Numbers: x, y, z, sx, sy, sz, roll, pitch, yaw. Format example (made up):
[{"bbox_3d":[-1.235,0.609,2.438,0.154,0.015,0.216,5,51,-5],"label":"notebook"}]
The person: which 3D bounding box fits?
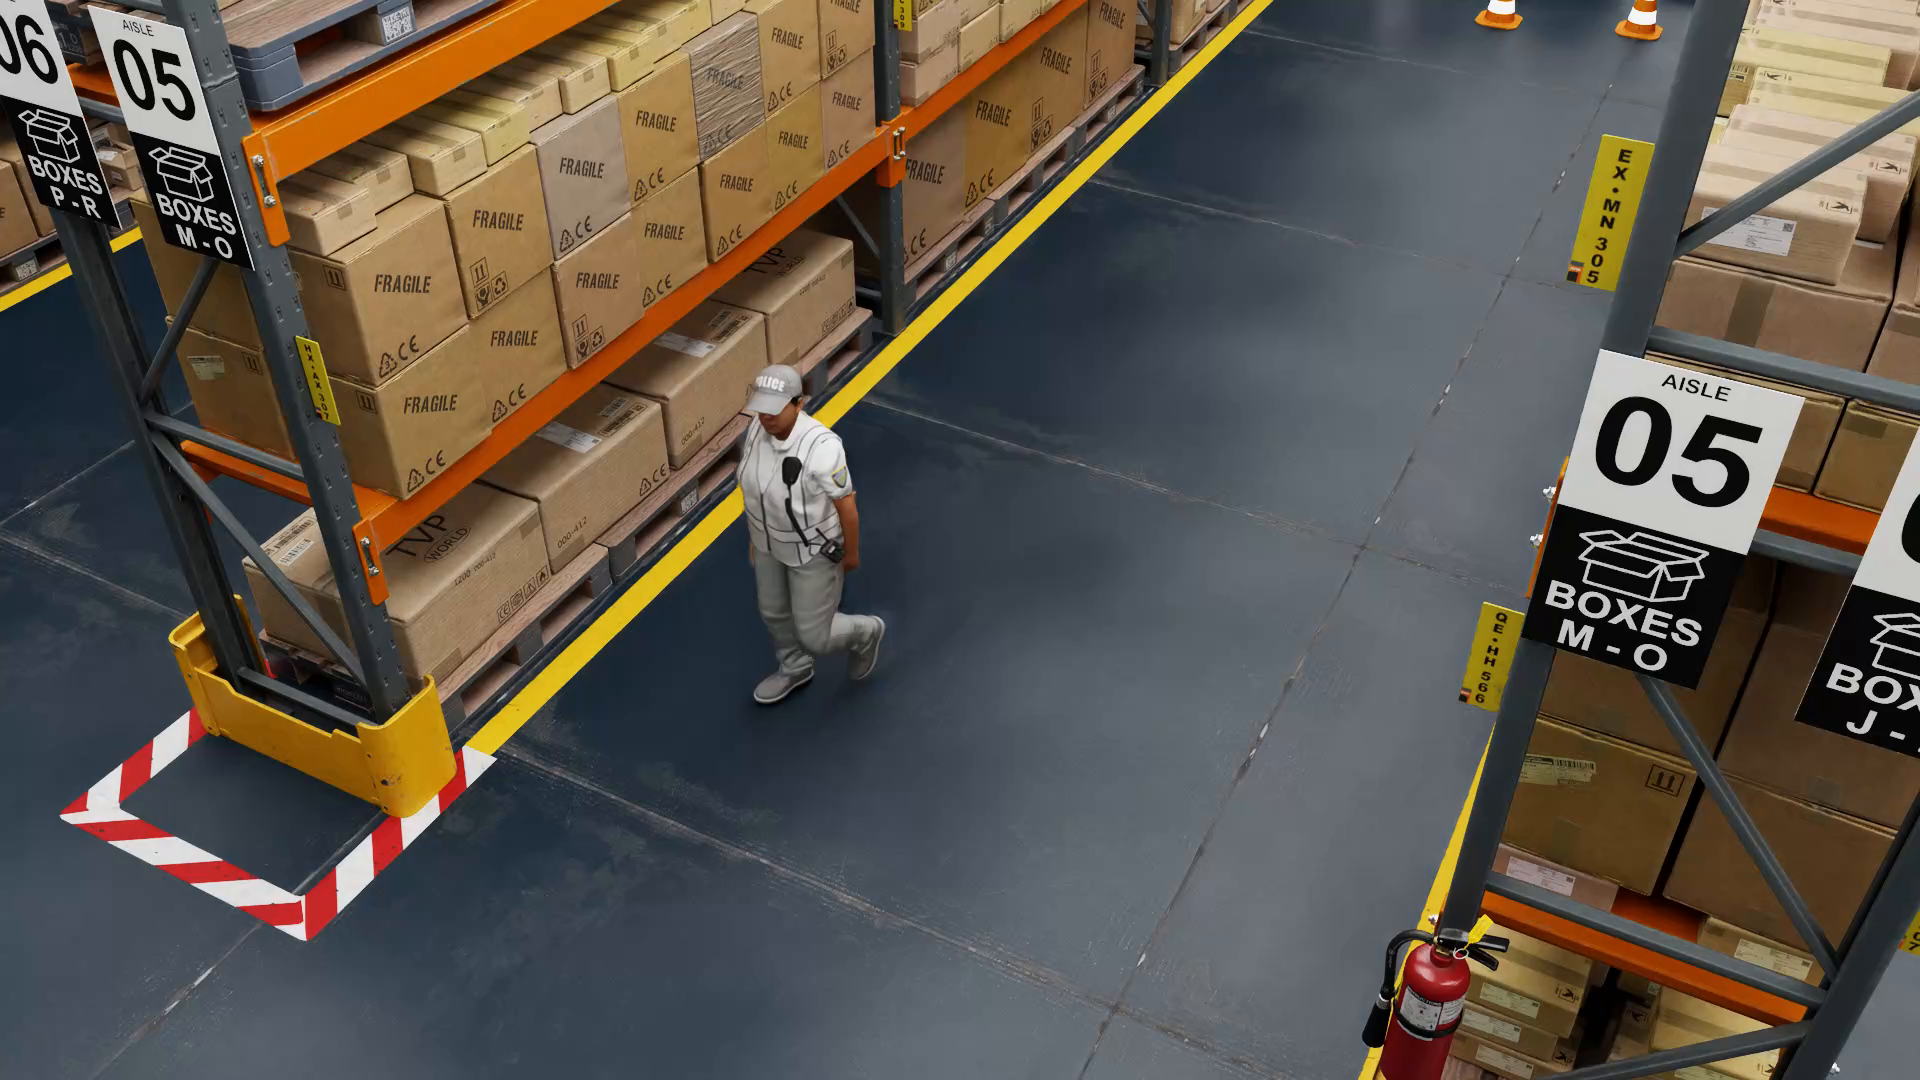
[{"bbox_3d":[-0.606,-0.020,6.747,0.481,1.648,0.536,26,45,29],"label":"person"}]
